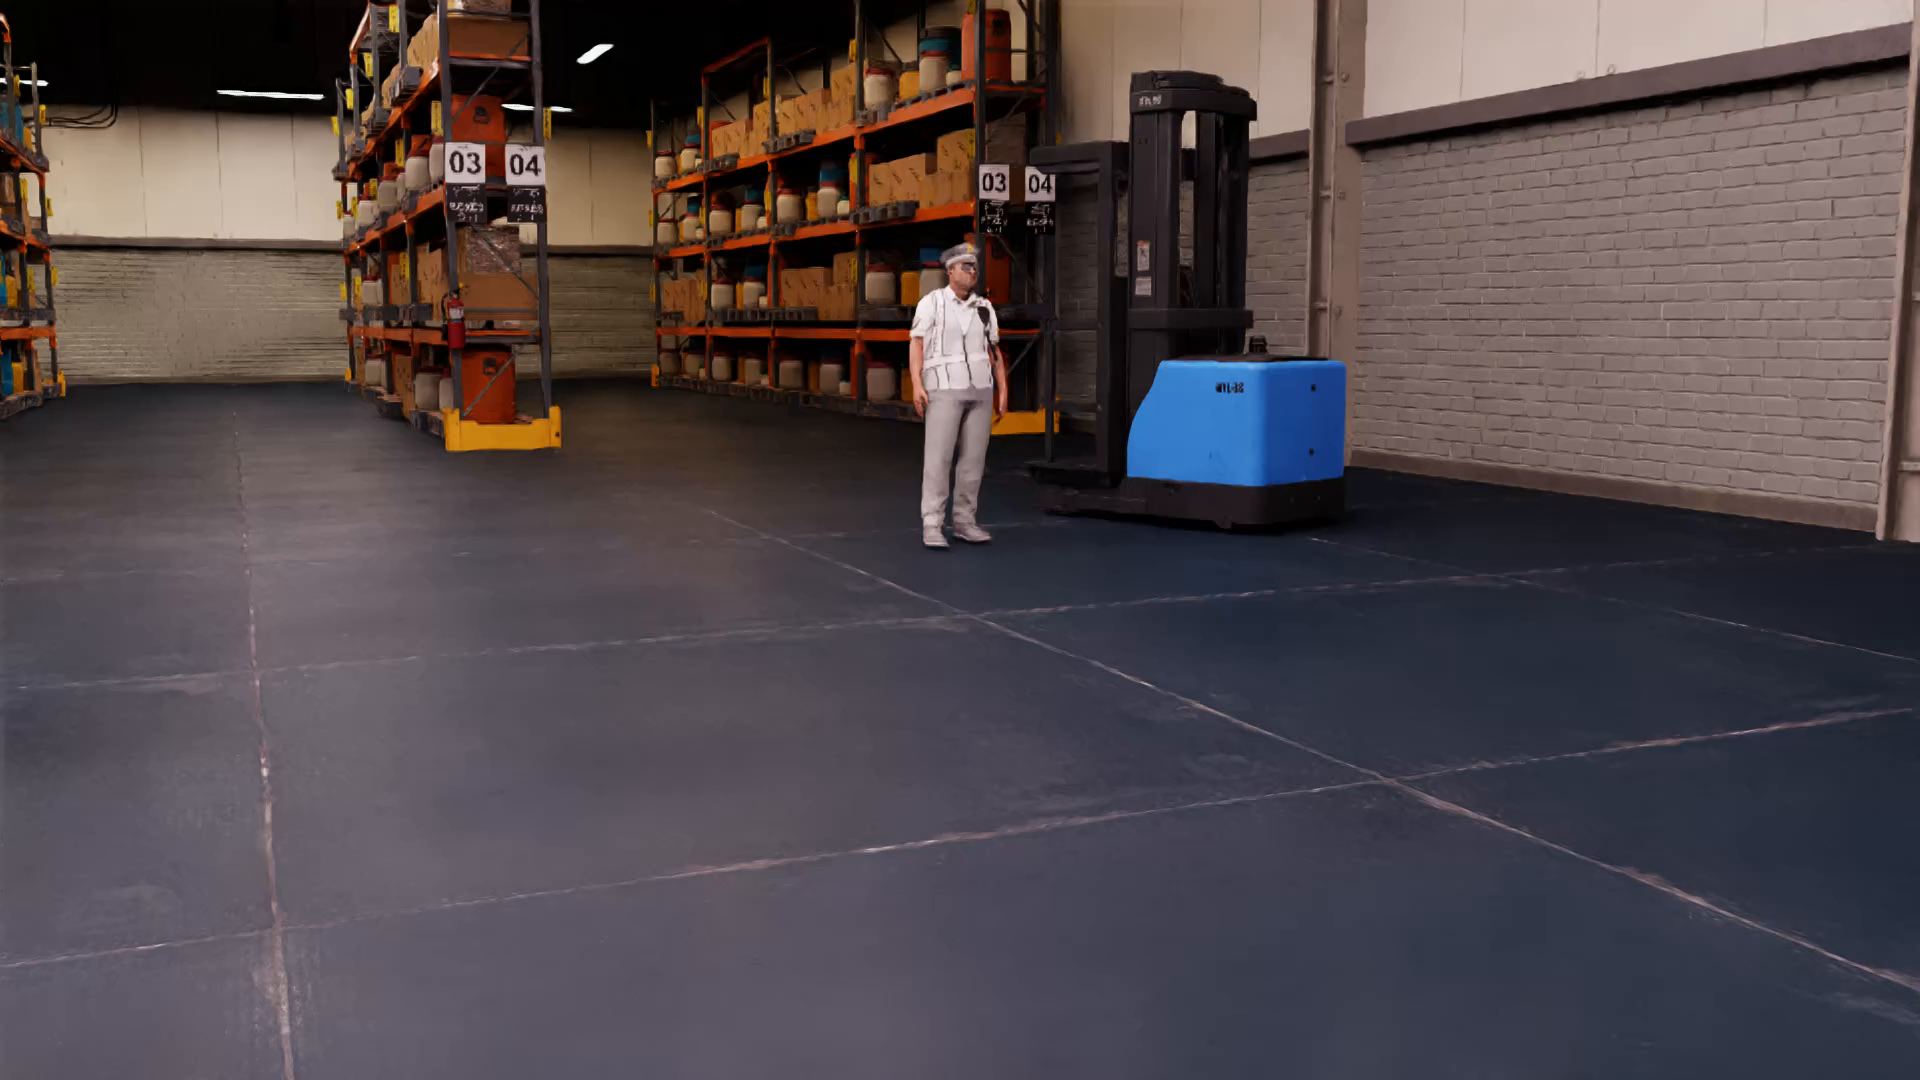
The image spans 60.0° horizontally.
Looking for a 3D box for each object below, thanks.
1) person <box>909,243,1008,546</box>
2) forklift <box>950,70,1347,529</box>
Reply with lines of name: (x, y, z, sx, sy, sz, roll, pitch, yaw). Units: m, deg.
person: (0.020, -0.882, 9.961, 0.640, 1.781, 0.575, -3, 8, -23)
forklift: (1.161, -1.660, 11.536, 1.130, 2.935, 3.031, -7, 10, -43)
